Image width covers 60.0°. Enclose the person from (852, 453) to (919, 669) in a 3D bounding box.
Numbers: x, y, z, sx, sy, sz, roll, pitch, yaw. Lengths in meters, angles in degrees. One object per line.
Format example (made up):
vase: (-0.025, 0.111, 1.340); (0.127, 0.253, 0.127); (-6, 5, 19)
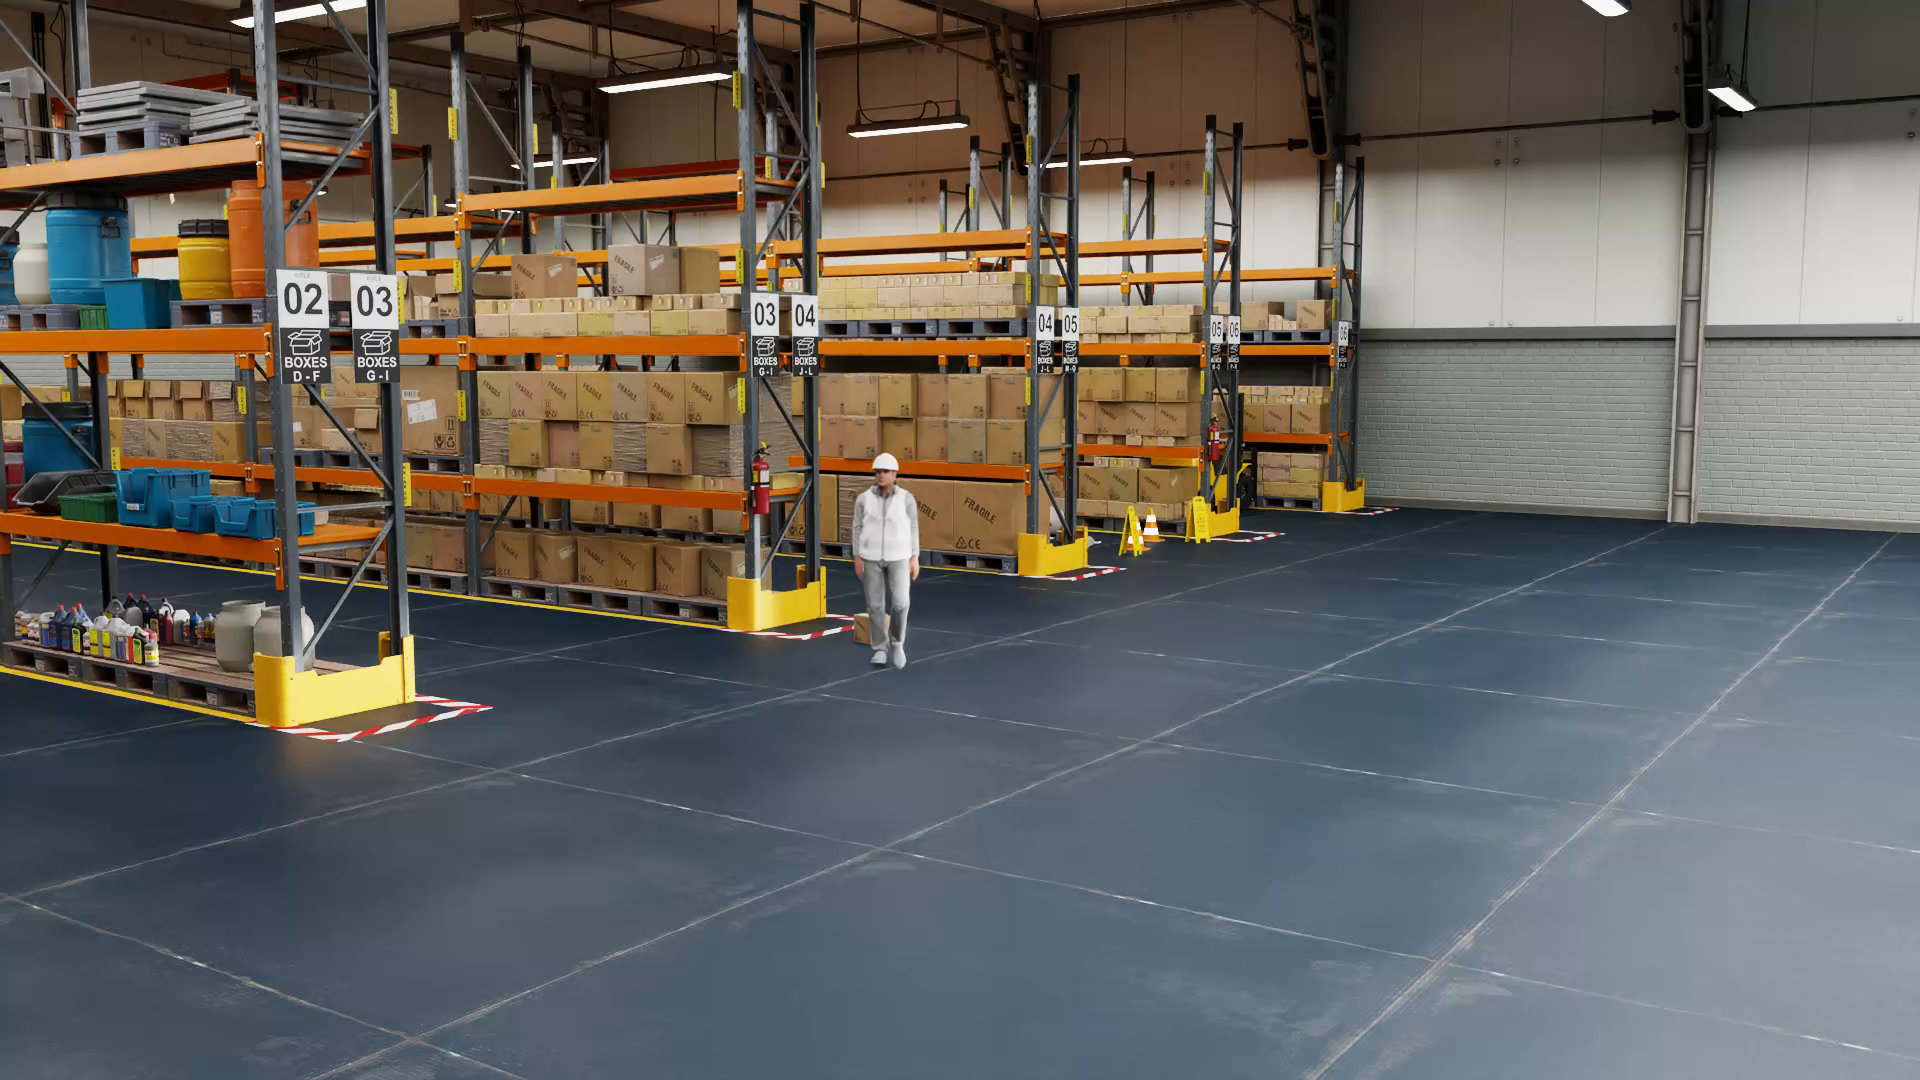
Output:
person: (-0.633, 0.183, 13.894); (0.559, 1.805, 0.483); (1, 6, 5)
